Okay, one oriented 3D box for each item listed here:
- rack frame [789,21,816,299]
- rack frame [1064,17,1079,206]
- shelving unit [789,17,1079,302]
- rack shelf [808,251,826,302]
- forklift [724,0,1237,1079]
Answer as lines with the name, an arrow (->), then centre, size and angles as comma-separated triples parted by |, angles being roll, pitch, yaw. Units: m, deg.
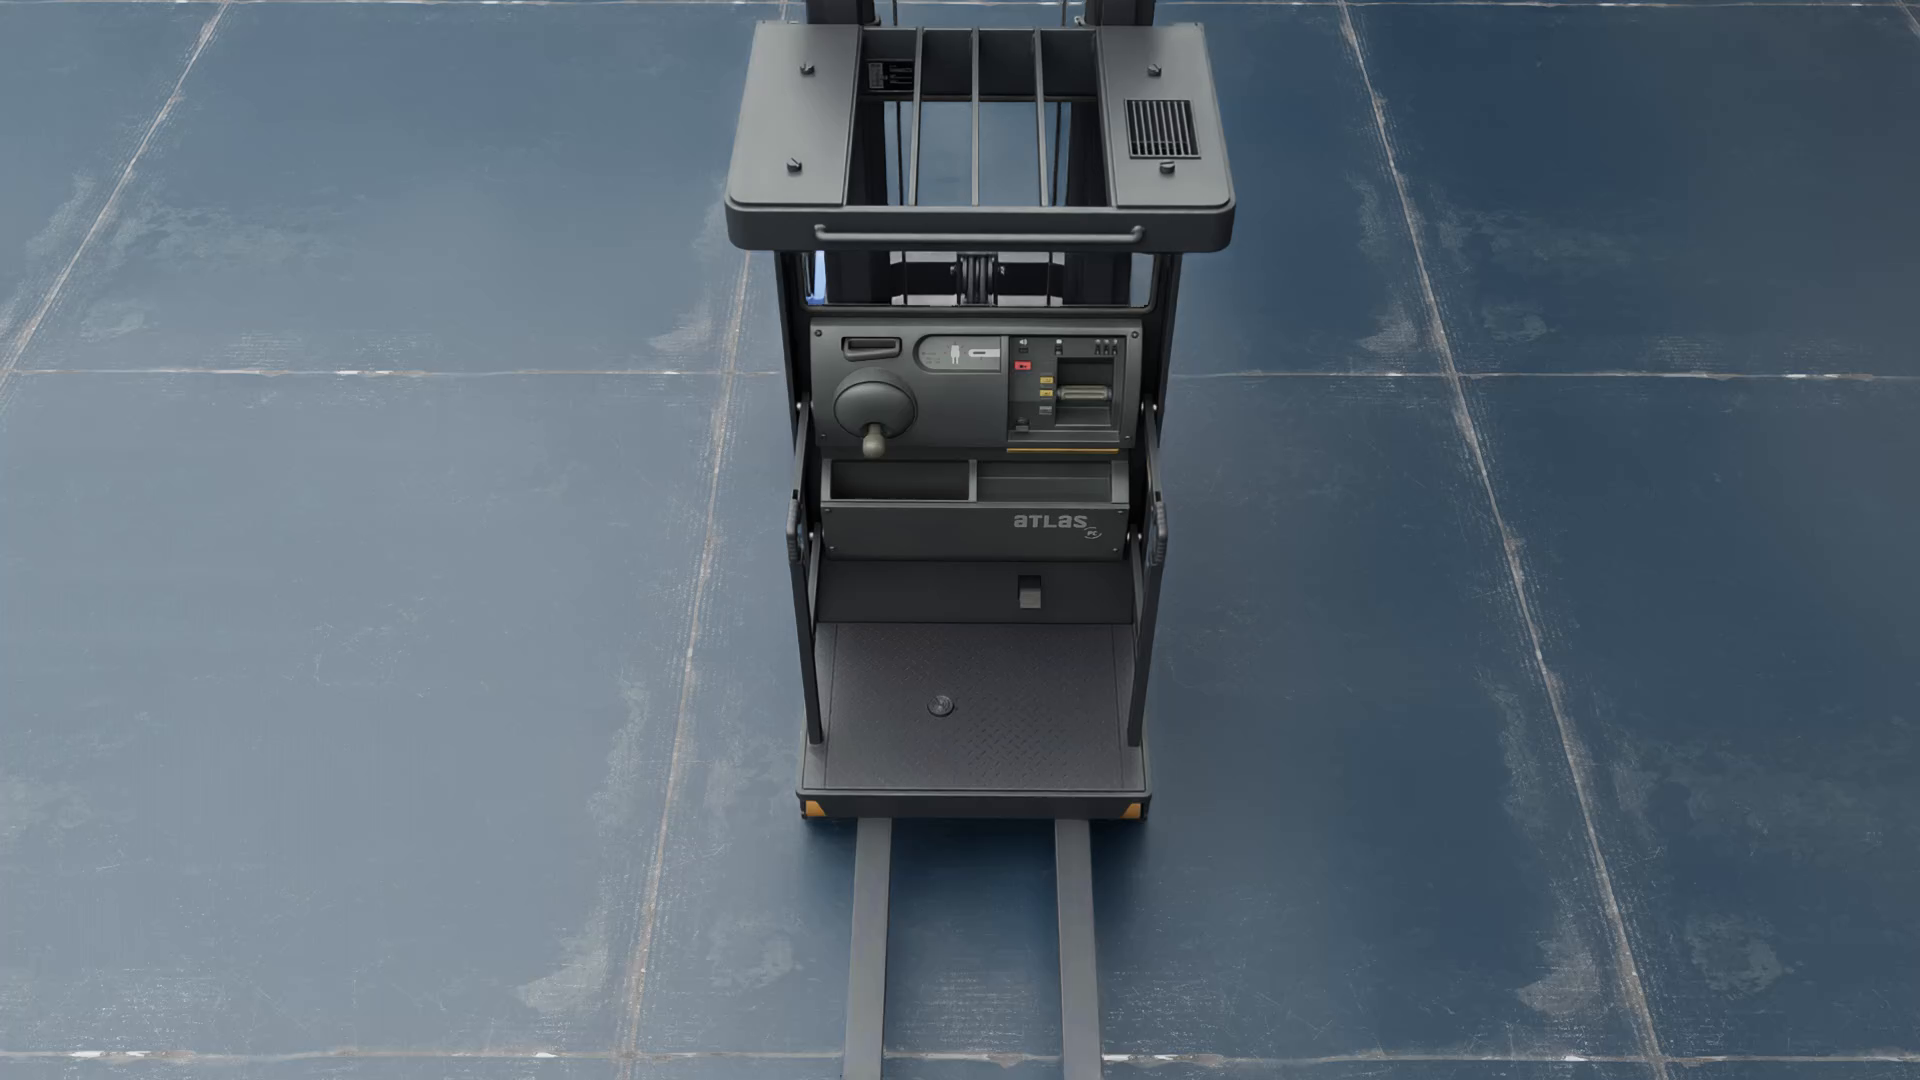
rack frame -> -0.583, -1.152, 6.297 | 0.032, 1.500, 0.500 | -1, 47, -1
rack frame -> 0.433, -1.175, 6.319 | 0.032, 1.500, 0.500 | -1, 47, -1
shelving unit -> -0.075, -1.163, 6.308 | 1.048, 1.500, 0.538 | -1, 47, -1
rack shelf -> -0.075, -1.041, 6.440 | 1.000, 0.185, 0.538 | -1, 47, -1
forklift -> 0.046, -0.330, 4.555 | 1.130, 2.935, 3.031 | 0, 47, 0
